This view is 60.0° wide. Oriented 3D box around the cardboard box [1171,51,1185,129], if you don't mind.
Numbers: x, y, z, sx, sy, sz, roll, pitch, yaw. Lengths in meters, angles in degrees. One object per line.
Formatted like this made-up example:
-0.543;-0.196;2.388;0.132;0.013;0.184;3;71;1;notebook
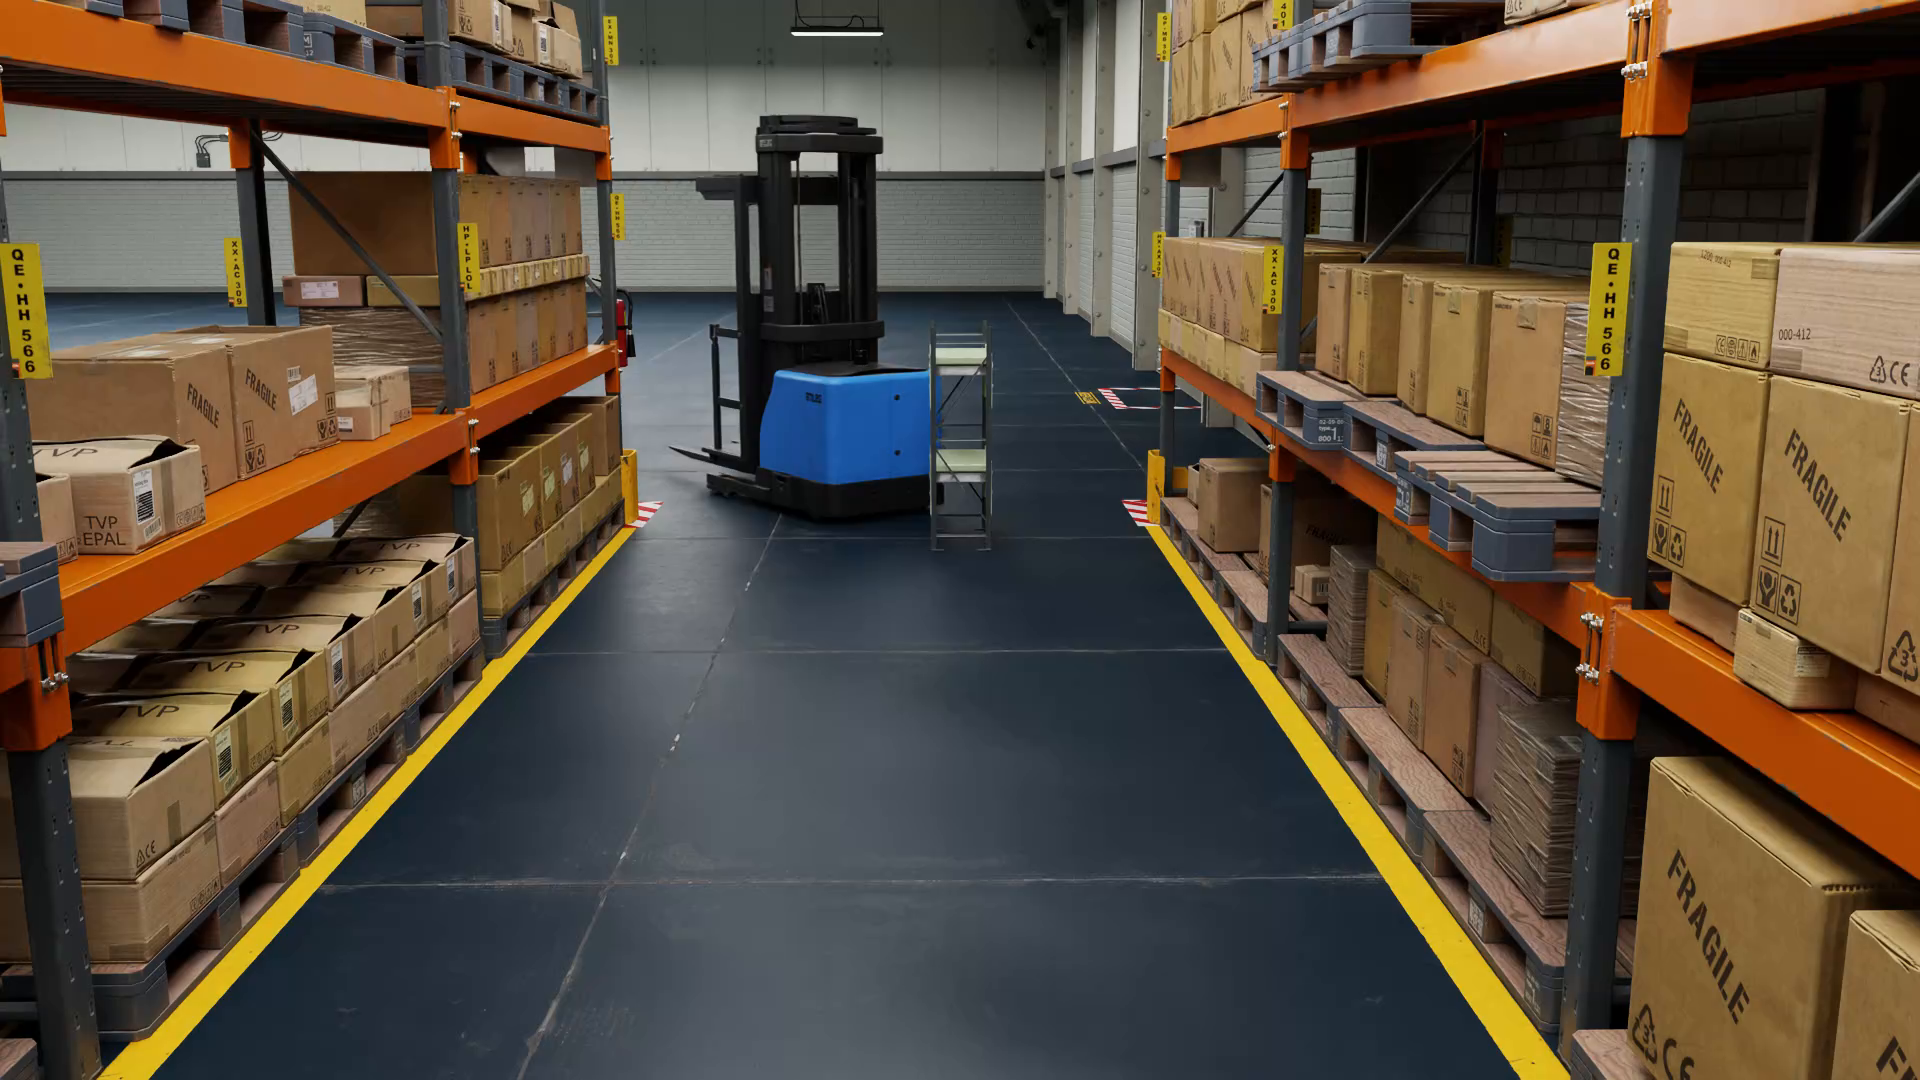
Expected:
1.733;-3.094;11.419;0.500;0.500;0.500;0;11;0;cardboard box

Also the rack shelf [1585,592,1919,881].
2.183;0.708;2.335;1.077;0.370;4.000;0;11;-1;rack shelf

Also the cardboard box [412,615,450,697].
-2.586;0.507;7.374;0.500;0.250;0.500;0;11;-2;cardboard box

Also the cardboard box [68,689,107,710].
-3.085;0.639;5.313;0.500;0.311;0.500;0;11;-2;cardboard box

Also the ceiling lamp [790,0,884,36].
-2.644;-12.473;35.725;2.000;3.185;0.800;0;11;-1;ceiling lamp

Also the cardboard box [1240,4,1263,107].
1.804;-2.566;8.818;0.500;0.500;0.500;-1;12;-6;cardboard box

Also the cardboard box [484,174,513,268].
-2.930;-1.789;9.320;0.700;0.500;0.500;0;11;-1;cardboard box

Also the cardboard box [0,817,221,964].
-2.528;1.015;4.870;0.500;0.250;0.500;0;11;-1;cardboard box

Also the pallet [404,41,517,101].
-2.937;-2.412;8.584;1.003;0.211;1.213;0;11;-1;pallet

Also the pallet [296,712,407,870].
-2.811;0.940;6.396;1.003;0.211;1.213;0;11;-1;pallet

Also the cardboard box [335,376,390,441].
-2.692;-0.576;7.194;0.396;0.266;0.258;-1;11;-3;cardboard box

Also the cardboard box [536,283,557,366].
-2.959;-1.365;10.489;0.700;0.500;0.500;0;11;-1;cardboard box

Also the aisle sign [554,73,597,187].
-2.684;-2.900;11.770;0.394;0.787;0.004;0;11;-1;aisle sign

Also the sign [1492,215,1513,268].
2.614;-1.408;8.042;0.100;0.325;0.005;0;11;-1;sign

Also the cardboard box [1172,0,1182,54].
1.742;-3.574;11.270;0.500;0.500;0.500;-1;12;-5;cardboard box

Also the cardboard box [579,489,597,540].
-2.635;-0.166;10.691;0.500;0.250;0.500;0;11;-1;cardboard box

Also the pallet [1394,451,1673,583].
2.021;-0.090;4.939;1.213;0.211;1.003;0;11;-1;pallet

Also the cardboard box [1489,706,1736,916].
2.075;0.824;5.133;0.700;0.500;0.500;0;11;0;cardboard box

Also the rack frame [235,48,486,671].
-2.893;-0.816;8.039;1.000;3.000;0.127;0;11;-1;rack frame

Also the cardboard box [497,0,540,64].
-2.801;-2.939;9.291;0.797;0.503;0.637;1;12;5;cardboard box

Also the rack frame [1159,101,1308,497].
1.976;-1.633;12.062;1.000;3.000;0.127;0;11;-1;rack frame

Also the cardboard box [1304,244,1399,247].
2.246;-1.437;9.541;0.500;0.500;0.500;0;11;0;cardboard box

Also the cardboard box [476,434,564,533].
-2.611;-0.334;9.636;0.500;0.500;0.500;0;11;-1;cardboard box

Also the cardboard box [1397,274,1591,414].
2.085;-0.759;6.397;0.700;0.500;0.500;1;12;7;cardboard box

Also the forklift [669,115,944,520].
-1.383;-1.826;13.187;1.130;2.935;3.031;-8;14;-35;forklift

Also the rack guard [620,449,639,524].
-2.977;-0.391;12.230;1.175;0.500;0.348;0;11;-1;rack guard

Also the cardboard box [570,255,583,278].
-2.771;-1.851;11.257;0.380;0.149;0.250;0;11;0;cardboard box

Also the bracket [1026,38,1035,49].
1.823;-12.717;42.556;0.235;0.232;0.430;0;11;-1;bracket

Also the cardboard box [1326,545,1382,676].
2.091;0.318;7.627;0.700;0.500;0.500;0;11;1;cardboard box

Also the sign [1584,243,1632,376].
1.599;-0.567;4.096;0.100;0.325;0.005;0;11;-1;sign

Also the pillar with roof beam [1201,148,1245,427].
-1.572;-5.612;16.589;9.100;9.000;0.400;0;11;-1;pillar with roof beam

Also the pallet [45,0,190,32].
-2.914;-1.533;4.503;1.213;0.211;1.003;0;11;1;pallet

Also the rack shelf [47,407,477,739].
-2.852;-0.066;6.151;1.077;0.370;4.000;0;11;-1;rack shelf

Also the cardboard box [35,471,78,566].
-2.775;-0.050;4.485;0.500;0.311;0.500;0;11;2;cardboard box

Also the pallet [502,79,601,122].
-2.987;-2.898;10.975;1.003;0.211;1.213;0;11;-1;pallet

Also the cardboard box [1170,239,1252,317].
1.686;-1.742;11.042;0.500;0.500;0.500;0;11;-1;cardboard box

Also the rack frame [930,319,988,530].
-0.008;-0.809;11.775;0.400;1.500;0.023;0;11;-1;rack frame

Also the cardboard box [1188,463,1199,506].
1.901;-0.393;11.606;0.500;0.311;0.500;-2;12;-8;cardboard box

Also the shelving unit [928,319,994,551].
0.000;-0.736;11.417;0.431;1.500;0.755;0;11;-1;shelving unit

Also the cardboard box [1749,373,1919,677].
1.897;-0.045;3.187;0.500;0.500;0.500;0;11;1;cardboard box

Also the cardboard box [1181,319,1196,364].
1.699;-1.266;10.583;0.500;0.250;0.500;0;11;-2;cardboard box

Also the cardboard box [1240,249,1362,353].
1.740;-1.234;8.538;0.500;0.500;0.500;0;11;-1;cardboard box

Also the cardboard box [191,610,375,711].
-2.567;0.432;6.332;0.500;0.311;0.500;0;11;-2;cardboard box

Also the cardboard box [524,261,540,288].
-2.744;-1.595;9.993;0.380;0.149;0.250;0;11;-2;cardboard box

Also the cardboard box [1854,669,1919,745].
1.963;0.290;3.166;0.380;0.149;0.250;0;11;-2;cardboard box

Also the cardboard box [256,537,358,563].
-3.134;0.134;7.805;0.500;0.311;0.500;0;11;-1;cardboard box

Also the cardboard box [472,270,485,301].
-2.718;-1.339;8.730;0.380;0.149;0.250;-1;11;-3;cardboard box

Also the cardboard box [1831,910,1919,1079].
2.038;1.126;2.814;0.750;0.750;0.750;0;11;-1;cardboard box
